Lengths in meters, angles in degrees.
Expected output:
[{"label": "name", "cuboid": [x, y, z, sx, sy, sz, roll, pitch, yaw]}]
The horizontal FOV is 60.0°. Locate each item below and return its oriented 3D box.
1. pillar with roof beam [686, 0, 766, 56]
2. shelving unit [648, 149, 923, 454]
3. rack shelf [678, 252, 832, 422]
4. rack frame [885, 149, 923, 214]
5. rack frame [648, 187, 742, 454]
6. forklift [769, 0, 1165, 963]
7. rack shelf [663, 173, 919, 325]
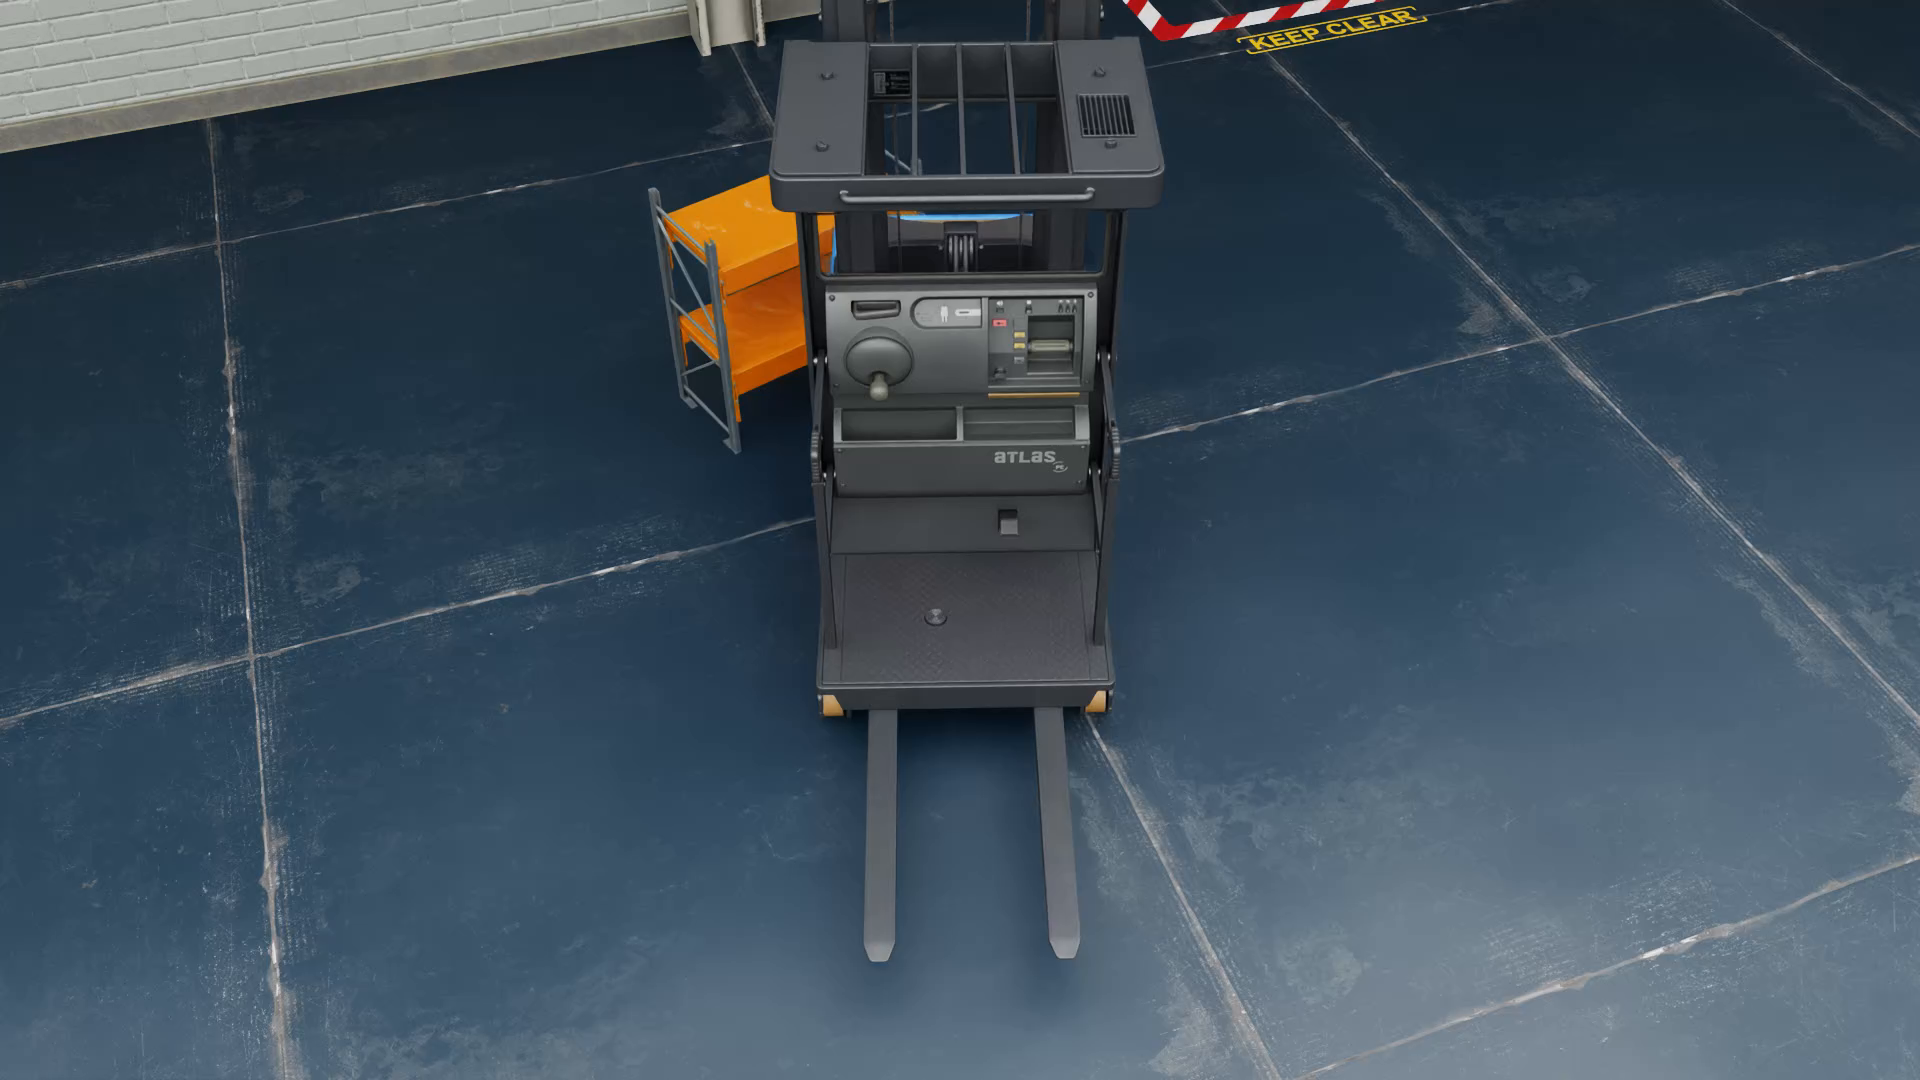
[{"label": "pillar with roof beam", "cuboid": [0.054, -3.351, 4.046, 0.400, 9.000, 9.100, -14, 47, -14]}, {"label": "shelving unit", "cuboid": [-0.732, -1.144, 7.405, 1.048, 1.125, 0.538, -28, 51, -25]}, {"label": "rack shelf", "cuboid": [-0.732, -0.971, 7.578, 1.000, 0.278, 0.538, -28, 51, -25]}, {"label": "rack frame", "cuboid": [-0.325, -1.359, 7.620, 0.032, 1.125, 0.500, -28, 51, -25]}, {"label": "rack frame", "cuboid": [-1.139, -0.928, 7.190, 0.032, 1.125, 0.500, -28, 51, -25]}, {"label": "forklift", "cuboid": [0.012, -0.589, 5.577, 1.130, 2.935, 3.031, -1, 45, -1]}, {"label": "rack shelf", "cuboid": [-0.732, -1.351, 7.198, 1.000, 0.278, 0.538, -28, 51, -25]}]
